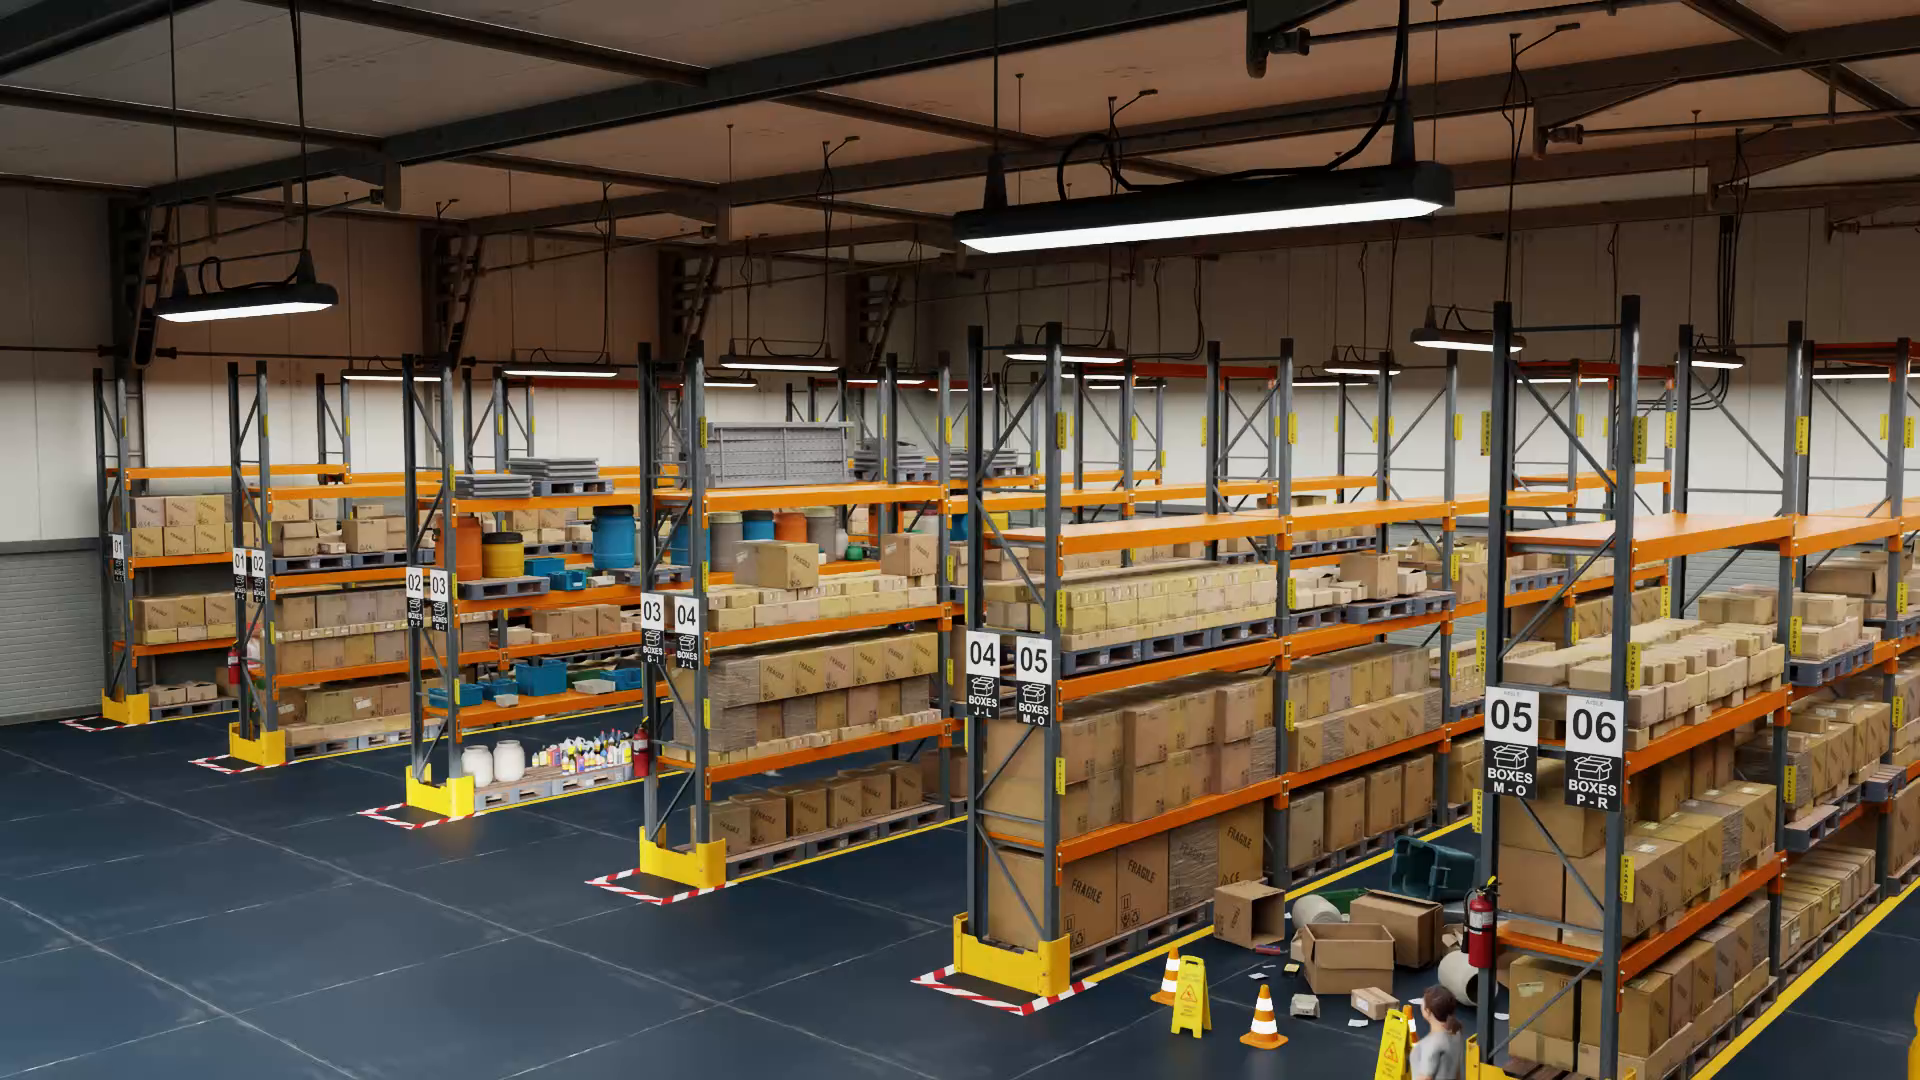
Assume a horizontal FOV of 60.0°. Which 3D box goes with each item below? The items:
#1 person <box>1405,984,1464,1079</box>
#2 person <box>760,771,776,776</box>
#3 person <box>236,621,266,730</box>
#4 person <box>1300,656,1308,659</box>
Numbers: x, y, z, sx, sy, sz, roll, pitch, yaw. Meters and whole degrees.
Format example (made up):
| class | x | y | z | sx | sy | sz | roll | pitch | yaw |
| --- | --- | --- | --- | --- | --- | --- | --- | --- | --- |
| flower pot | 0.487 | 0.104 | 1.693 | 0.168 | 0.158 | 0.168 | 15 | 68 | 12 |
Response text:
| class | x | y | z | sx | sy | sz | roll | pitch | yaw |
| --- | --- | --- | --- | --- | --- | --- | --- | --- | --- |
| person | 2.979 | 3.577 | 10.303 | 0.908 | 1.647 | 0.414 | 1 | 4 | 13 |
| person | -2.853 | 2.567 | 24.257 | 0.546 | 1.671 | 0.526 | 2 | 5 | 22 |
| person | -11.748 | 2.241 | 27.638 | 0.516 | 1.798 | 0.654 | 3 | 5 | 34 |
| person | 4.936 | 2.549 | 24.034 | 0.398 | 1.749 | 0.524 | 1 | 4 | 10 |
